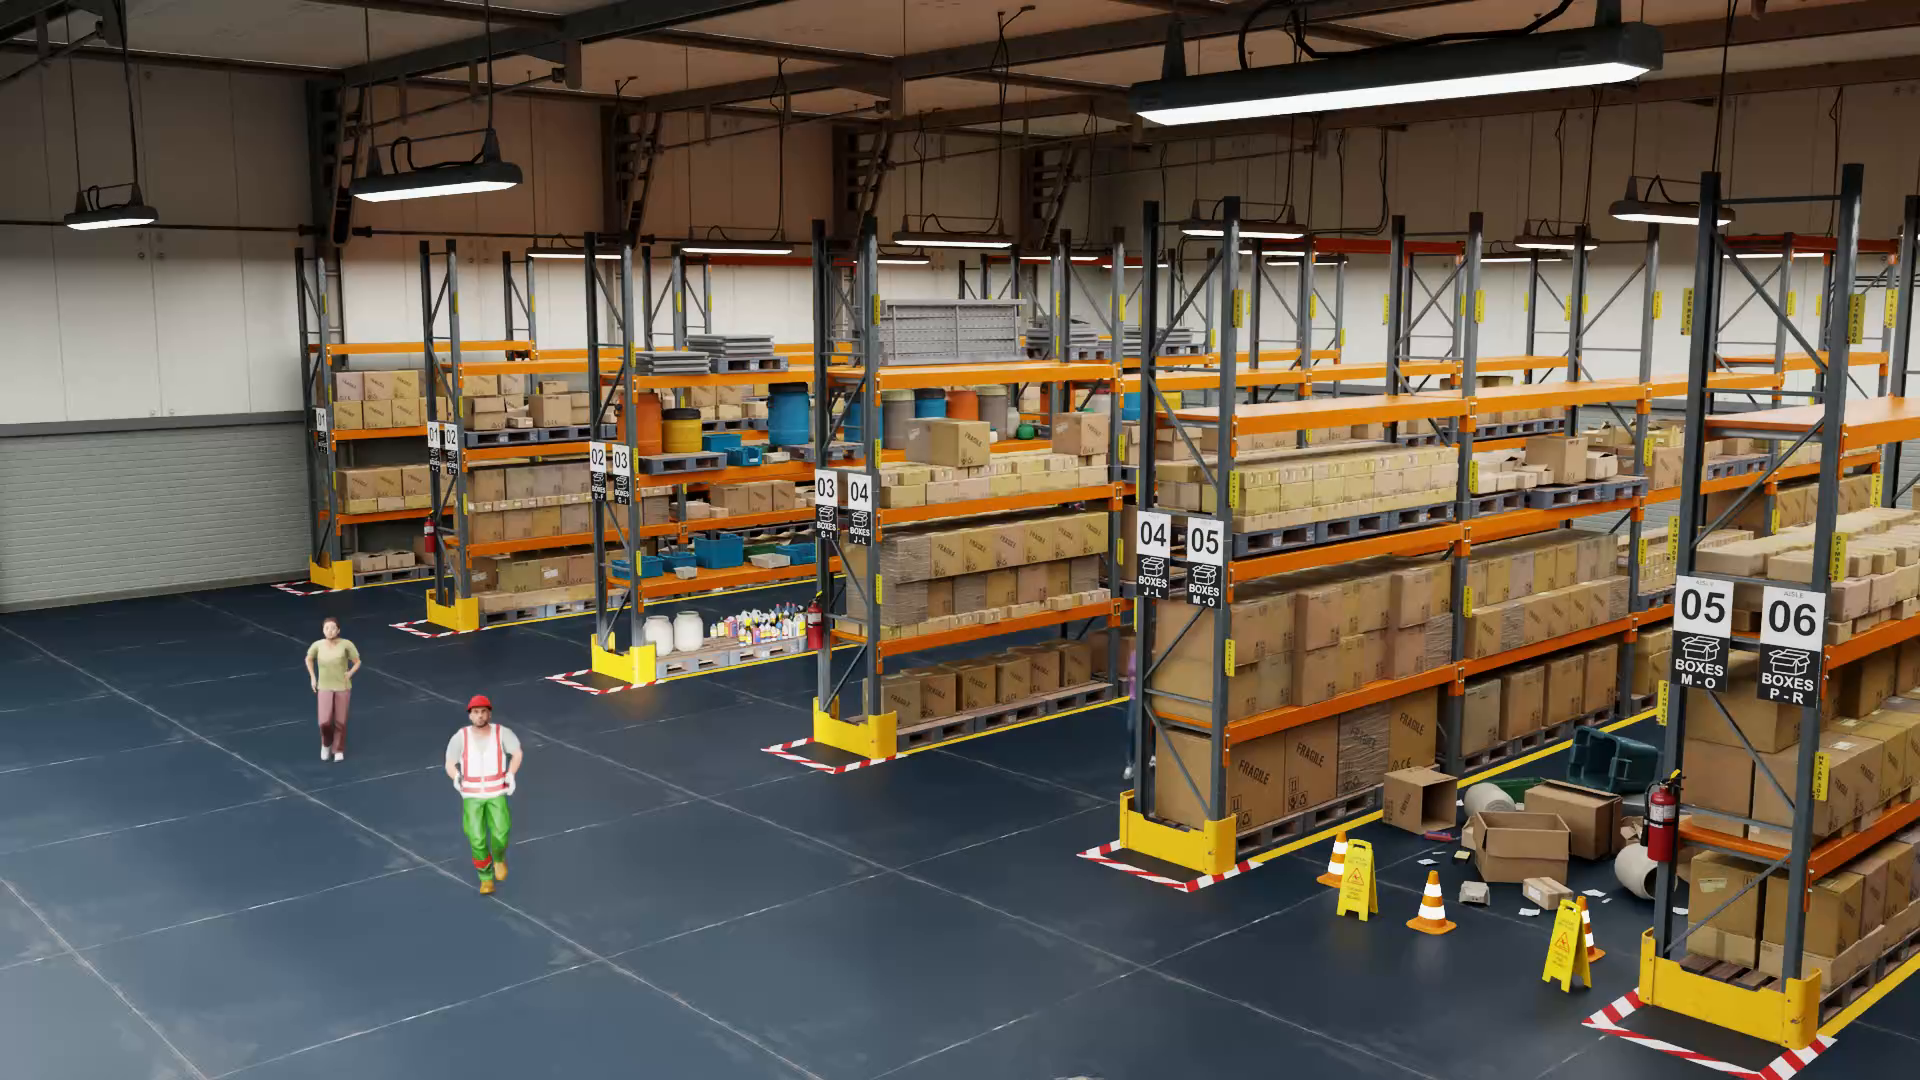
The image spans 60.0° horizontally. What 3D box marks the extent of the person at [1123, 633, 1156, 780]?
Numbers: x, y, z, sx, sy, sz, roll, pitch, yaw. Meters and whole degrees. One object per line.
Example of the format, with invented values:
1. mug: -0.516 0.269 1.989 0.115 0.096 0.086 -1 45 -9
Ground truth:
1. person: 2.015 1.766 17.967 0.509 1.650 0.721 6 10 36

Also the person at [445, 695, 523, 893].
1. person: -4.106 2.206 14.372 0.648 1.740 0.598 -2 9 -14

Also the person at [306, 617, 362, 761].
1. person: -6.924 1.663 18.417 0.587 1.641 0.564 -3 9 -18
